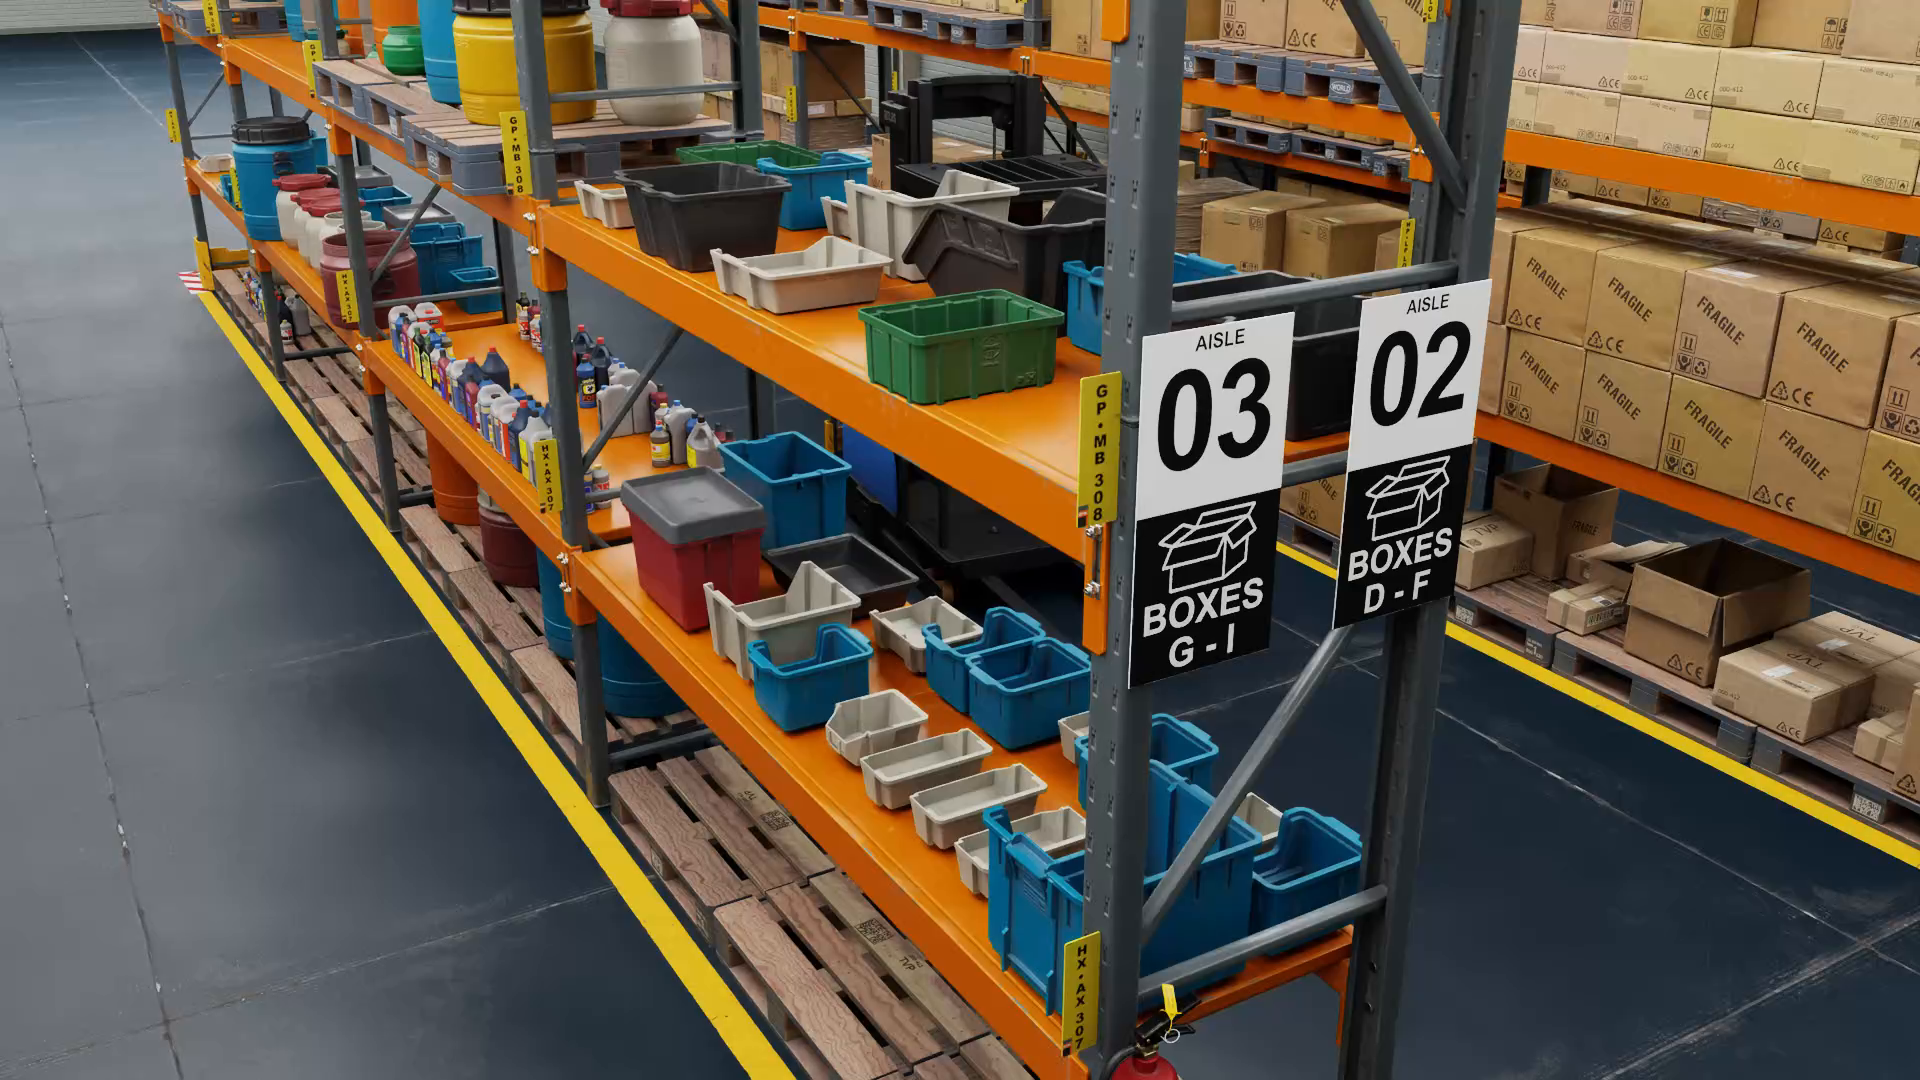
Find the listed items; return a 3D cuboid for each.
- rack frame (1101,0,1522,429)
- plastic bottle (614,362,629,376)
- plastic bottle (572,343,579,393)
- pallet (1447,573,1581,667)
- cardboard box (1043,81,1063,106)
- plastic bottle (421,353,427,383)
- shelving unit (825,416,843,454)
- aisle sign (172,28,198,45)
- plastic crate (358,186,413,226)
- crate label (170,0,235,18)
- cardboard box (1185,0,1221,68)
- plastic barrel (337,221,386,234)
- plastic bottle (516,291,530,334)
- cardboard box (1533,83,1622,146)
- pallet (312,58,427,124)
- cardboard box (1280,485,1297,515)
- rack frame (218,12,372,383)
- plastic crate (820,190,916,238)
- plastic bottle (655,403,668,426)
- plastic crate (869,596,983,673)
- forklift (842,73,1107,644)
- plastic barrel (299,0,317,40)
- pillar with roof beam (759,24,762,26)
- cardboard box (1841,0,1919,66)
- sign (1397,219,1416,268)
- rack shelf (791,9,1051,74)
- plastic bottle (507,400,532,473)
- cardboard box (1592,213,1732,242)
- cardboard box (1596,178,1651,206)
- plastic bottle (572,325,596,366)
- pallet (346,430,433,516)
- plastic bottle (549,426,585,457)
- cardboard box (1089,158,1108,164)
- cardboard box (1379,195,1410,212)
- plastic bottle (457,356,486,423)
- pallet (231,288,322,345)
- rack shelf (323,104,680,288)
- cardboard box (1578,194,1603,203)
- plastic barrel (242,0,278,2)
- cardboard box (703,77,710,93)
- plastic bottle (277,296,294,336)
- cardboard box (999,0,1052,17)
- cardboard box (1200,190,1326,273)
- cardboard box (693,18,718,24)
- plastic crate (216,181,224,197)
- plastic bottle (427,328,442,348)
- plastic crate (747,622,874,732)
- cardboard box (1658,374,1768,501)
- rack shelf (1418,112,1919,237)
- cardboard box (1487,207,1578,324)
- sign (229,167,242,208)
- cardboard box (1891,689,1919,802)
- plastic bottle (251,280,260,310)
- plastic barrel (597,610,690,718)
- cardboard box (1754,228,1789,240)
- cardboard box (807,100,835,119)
[{"bbox_3d":[0.752,-1.733,3.125,1.000,3.000,0.127,-13,25,-28],"label":"rack frame"},{"bbox_3d":[-1.827,-0.830,9.041,0.097,0.271,0.097,0,22,0],"label":"plastic bottle"},{"bbox_3d":[-2.207,-0.983,9.402,0.061,0.283,0.133,-13,25,-28],"label":"plastic bottle"},{"bbox_3d":[3.319,0.314,9.759,1.003,0.211,1.213,-13,25,-28],"label":"pallet"},{"bbox_3d":[1.350,-5.595,20.765,0.500,0.250,0.500,-13,26,-30],"label":"cardboard box"},{"bbox_3d":[-3.051,-1.014,9.586,0.097,0.201,0.097,0,22,0],"label":"plastic bottle"},{"bbox_3d":[-0.524,-1.206,11.786,0.587,1.500,1.083,-9,24,-22],"label":"shelving unit"},{"bbox_3d":[-7.710,-5.305,16.427,0.394,0.787,0.004,-13,25,-28],"label":"aisle sign"},{"bbox_3d":[-4.547,-2.534,13.084,0.392,0.384,0.575,-13,25,-28],"label":"plastic crate"},{"bbox_3d":[-6.749,-4.785,14.814,0.502,0.251,0.408,-13,25,-28],"label":"crate label"},{"bbox_3d":[1.704,-3.463,11.232,0.910,0.500,0.500,-13,25,-28],"label":"cardboard box"},{"bbox_3d":[-4.044,-1.888,11.323,0.421,0.512,0.421,0,22,0],"label":"plastic barrel"},{"bbox_3d":[-2.761,-1.441,10.528,0.061,0.283,0.133,-13,25,-28],"label":"plastic bottle"},{"bbox_3d":[3.256,-2.153,8.341,0.500,0.250,0.500,-13,25,-28],"label":"cardboard box"},{"bbox_3d":[-3.028,-2.580,9.442,1.003,0.211,1.213,-13,25,-28],"label":"pallet"},{"bbox_3d":[2.225,-0.513,10.825,0.500,0.500,0.500,-13,25,-28],"label":"cardboard box"},{"bbox_3d":[-5.378,-2.839,13.812,1.000,3.000,0.127,-13,25,-28],"label":"rack frame"},{"bbox_3d":[-0.315,-1.178,6.093,0.293,0.136,0.466,-13,25,-28],"label":"plastic crate"},{"bbox_3d":[-1.522,-0.604,8.579,0.097,0.201,0.097,0,22,0],"label":"plastic bottle"},{"bbox_3d":[-0.143,0.351,6.234,0.293,0.136,0.466,-13,25,-28],"label":"plastic crate"},{"bbox_3d":[0.249,-1.142,9.728,1.130,2.935,3.031,-9,24,-22],"label":"forklift"},{"bbox_3d":[-4.597,-4.126,12.330,0.600,0.901,0.600,0,22,0],"label":"plastic barrel"},{"bbox_3d":[-7.634,-11.815,27.928,9.100,9.000,0.400,-13,25,-28],"label":"pillar with roof beam"},{"bbox_3d":[4.206,-2.287,7.011,0.700,0.500,0.500,-13,25,-28],"label":"cardboard box"},{"bbox_3d":[2.494,-1.629,9.298,0.100,0.325,0.005,-13,25,-28],"label":"sign"},{"bbox_3d":[-0.096,-4.199,14.131,1.077,0.370,4.000,-13,25,-28],"label":"rack shelf"},{"bbox_3d":[-2.137,-0.521,8.174,0.144,0.351,0.185,-13,25,-28],"label":"plastic bottle"},{"bbox_3d":[3.714,-1.431,8.888,0.500,0.500,0.500,-13,26,-29],"label":"cardboard box"},{"bbox_3d":[5.723,-3.104,13.911,0.500,0.500,0.500,-13,25,-28],"label":"cardboard box"},{"bbox_3d":[-2.132,-1.043,9.459,0.144,0.351,0.185,-13,25,-28],"label":"plastic bottle"},{"bbox_3d":[-3.697,-0.510,11.787,1.003,0.211,1.213,-13,25,-28],"label":"pallet"},{"bbox_3d":[-1.918,-0.489,8.095,0.144,0.351,0.185,-13,25,-28],"label":"plastic bottle"},{"bbox_3d":[1.995,-4.412,20.418,0.700,0.500,0.500,-14,26,-32],"label":"cardboard box"},{"bbox_3d":[4.532,-3.262,16.594,0.500,0.250,0.500,-12,25,-27],"label":"cardboard box"},{"bbox_3d":[-2.605,-0.817,8.904,0.144,0.351,0.185,-13,25,-28],"label":"plastic bottle"},{"bbox_3d":[-6.312,-2.168,15.864,1.003,0.211,1.213,-13,25,-28],"label":"pallet"},{"bbox_3d":[-2.313,-1.953,8.604,1.077,0.370,4.000,-13,25,-28],"label":"rack shelf"},{"bbox_3d":[5.570,-2.948,14.388,0.380,0.149,0.250,-13,25,-29],"label":"cardboard box"},{"bbox_3d":[-5.794,-4.998,13.917,0.600,0.901,0.708,-13,25,-28],"label":"plastic barrel"},{"bbox_3d":[-2.617,-4.930,17.962,0.380,0.149,0.250,-14,26,-30],"label":"cardboard box"},{"bbox_3d":[-5.955,-1.968,14.604,0.144,0.351,0.185,-13,26,-30],"label":"plastic bottle"},{"bbox_3d":[0.645,-4.146,12.686,0.500,0.250,0.500,-15,26,-32],"label":"cardboard box"},{"bbox_3d":[2.013,-2.002,11.062,0.500,0.500,0.700,20,30,41],"label":"cardboard box"},{"bbox_3d":[-2.906,-5.562,18.656,0.700,0.500,0.500,-13,25,-28],"label":"cardboard box"},{"bbox_3d":[-6.425,-3.194,15.035,0.530,0.136,0.437,-13,25,-28],"label":"plastic crate"},{"bbox_3d":[-3.067,-1.101,9.708,0.097,0.271,0.097,0,22,0],"label":"plastic bottle"},{"bbox_3d":[-0.518,0.480,5.789,0.416,0.233,0.300,-13,25,-28],"label":"plastic crate"},{"bbox_3d":[3.774,-0.538,8.018,0.500,0.500,0.500,-13,25,-29],"label":"cardboard box"},{"bbox_3d":[3.990,-1.610,7.760,1.077,0.370,4.000,-13,25,-28],"label":"rack shelf"},{"bbox_3d":[2.968,-1.503,9.066,0.500,0.500,0.500,-12,25,-27],"label":"cardboard box"},{"bbox_3d":[-5.857,-2.865,13.508,0.100,0.325,0.005,-13,25,-28],"label":"sign"},{"bbox_3d":[4.523,0.920,7.300,0.500,0.500,0.500,-13,25,-28],"label":"cardboard box"},{"bbox_3d":[-6.537,-2.283,15.484,0.097,0.271,0.097,0,22,0],"label":"plastic bottle"},{"bbox_3d":[-1.555,0.349,8.198,0.600,0.901,0.708,-13,25,-28],"label":"plastic barrel"},{"bbox_3d":[6.381,-2.346,12.908,0.380,0.149,0.250,-13,25,-28],"label":"cardboard box"},{"bbox_3d":[-1.441,-4.184,16.127,0.380,0.149,0.250,-13,25,-28],"label":"cardboard box"}]
